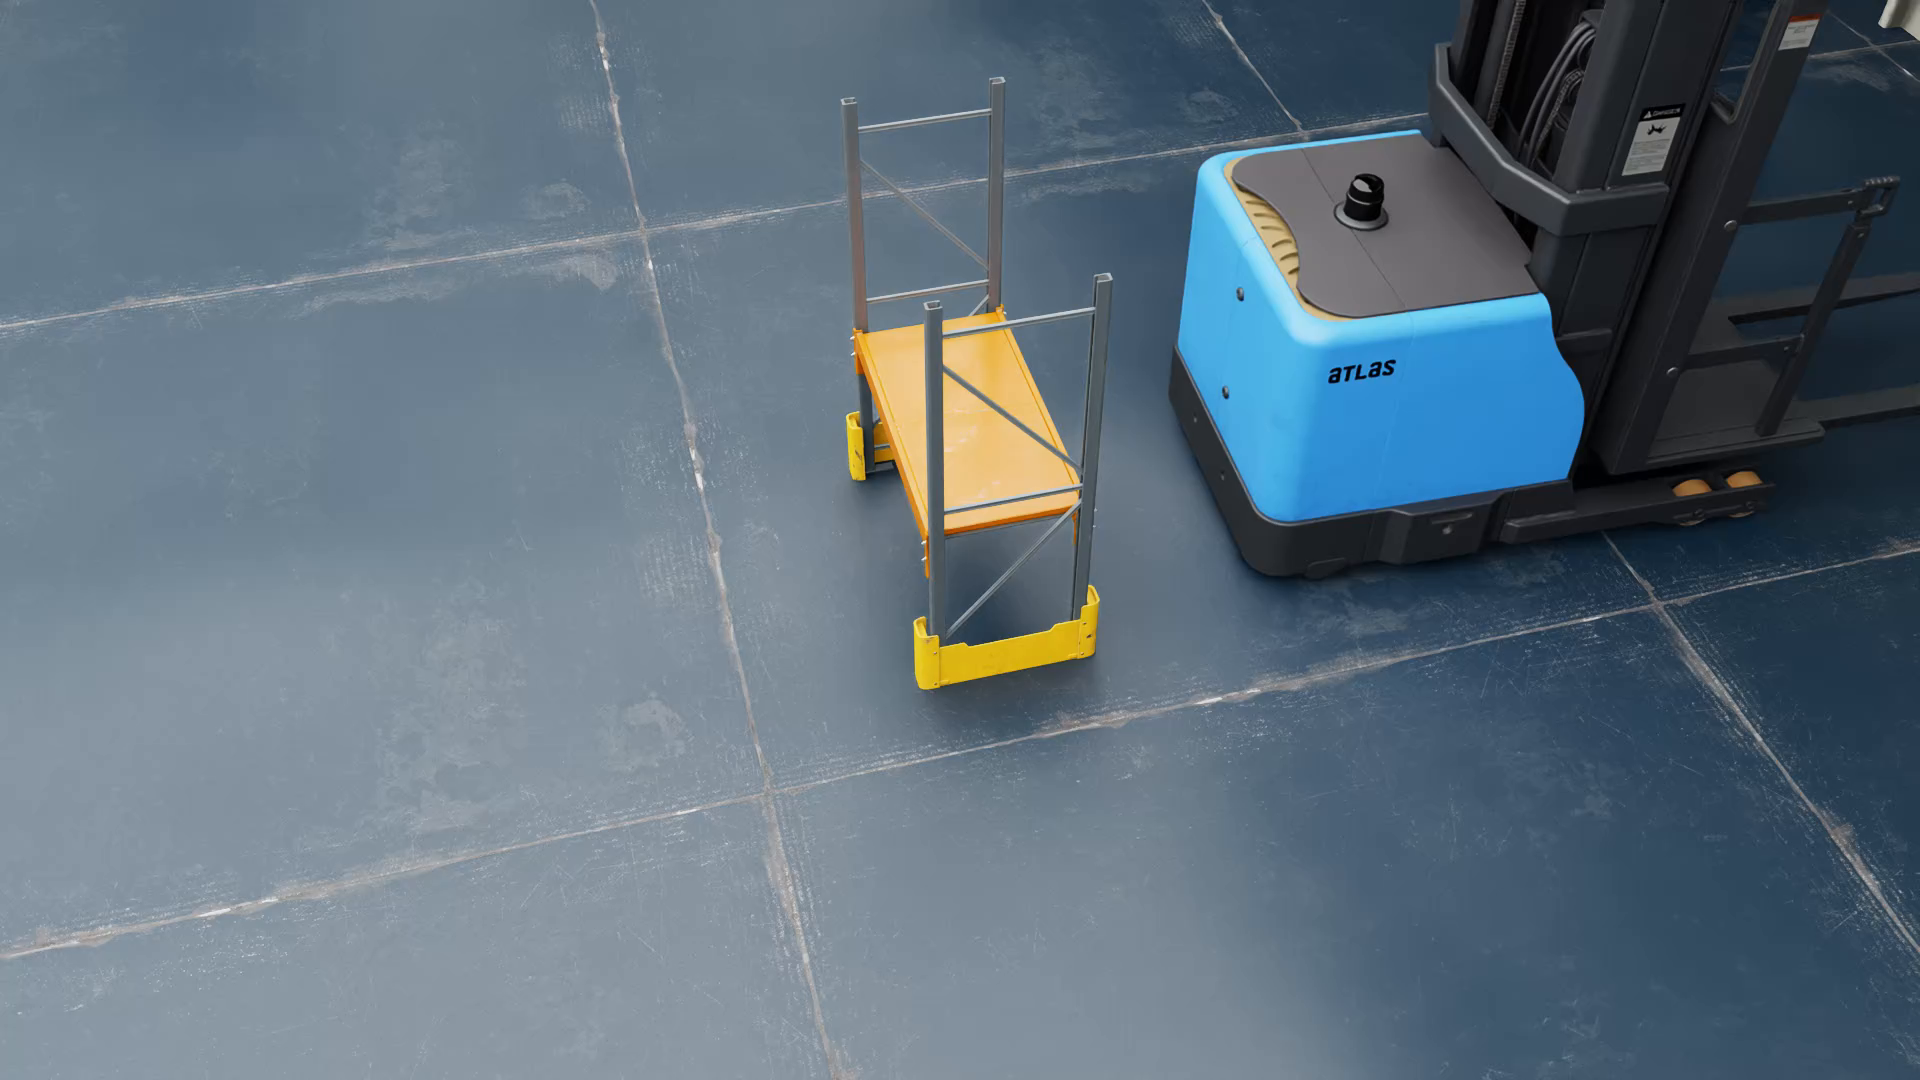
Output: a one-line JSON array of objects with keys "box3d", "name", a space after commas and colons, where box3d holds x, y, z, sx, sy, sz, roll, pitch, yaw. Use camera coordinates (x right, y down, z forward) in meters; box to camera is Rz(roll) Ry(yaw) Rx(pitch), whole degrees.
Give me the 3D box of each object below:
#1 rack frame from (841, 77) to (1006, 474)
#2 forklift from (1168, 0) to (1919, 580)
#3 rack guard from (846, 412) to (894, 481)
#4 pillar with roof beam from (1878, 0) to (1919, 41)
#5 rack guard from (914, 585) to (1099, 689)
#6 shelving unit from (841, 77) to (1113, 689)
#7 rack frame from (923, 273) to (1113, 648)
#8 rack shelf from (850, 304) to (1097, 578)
[{"box3d": [-0.108, -0.817, 5.501, 0.500, 1.500, 0.032, -11, 47, -10], "name": "rack frame"}, {"box3d": [2.344, -1.437, 5.106, 3.031, 2.935, 1.130, -9, 46, -9], "name": "forklift"}, {"box3d": [-0.108, -0.379, 5.946, 0.587, 0.250, 0.087, -11, 47, -10], "name": "rack guard"}, {"box3d": [0.600, -4.826, 4.179, 9.100, 9.000, 0.400, -11, 47, -10], "name": "pillar with roof beam"}, {"box3d": [0.147, 0.309, 5.272, 0.587, 0.250, 0.087, -11, 47, -10], "name": "rack guard"}, {"box3d": [0.020, -0.472, 5.163, 0.587, 1.500, 1.083, -11, 47, -10], "name": "shelving unit"}, {"box3d": [0.152, -0.115, 4.813, 0.500, 1.500, 0.032, -11, 47, -10], "name": "rack frame"}, {"box3d": [0.022, -0.340, 5.285, 0.538, 0.185, 1.000, -11, 47, -10], "name": "rack shelf"}]
